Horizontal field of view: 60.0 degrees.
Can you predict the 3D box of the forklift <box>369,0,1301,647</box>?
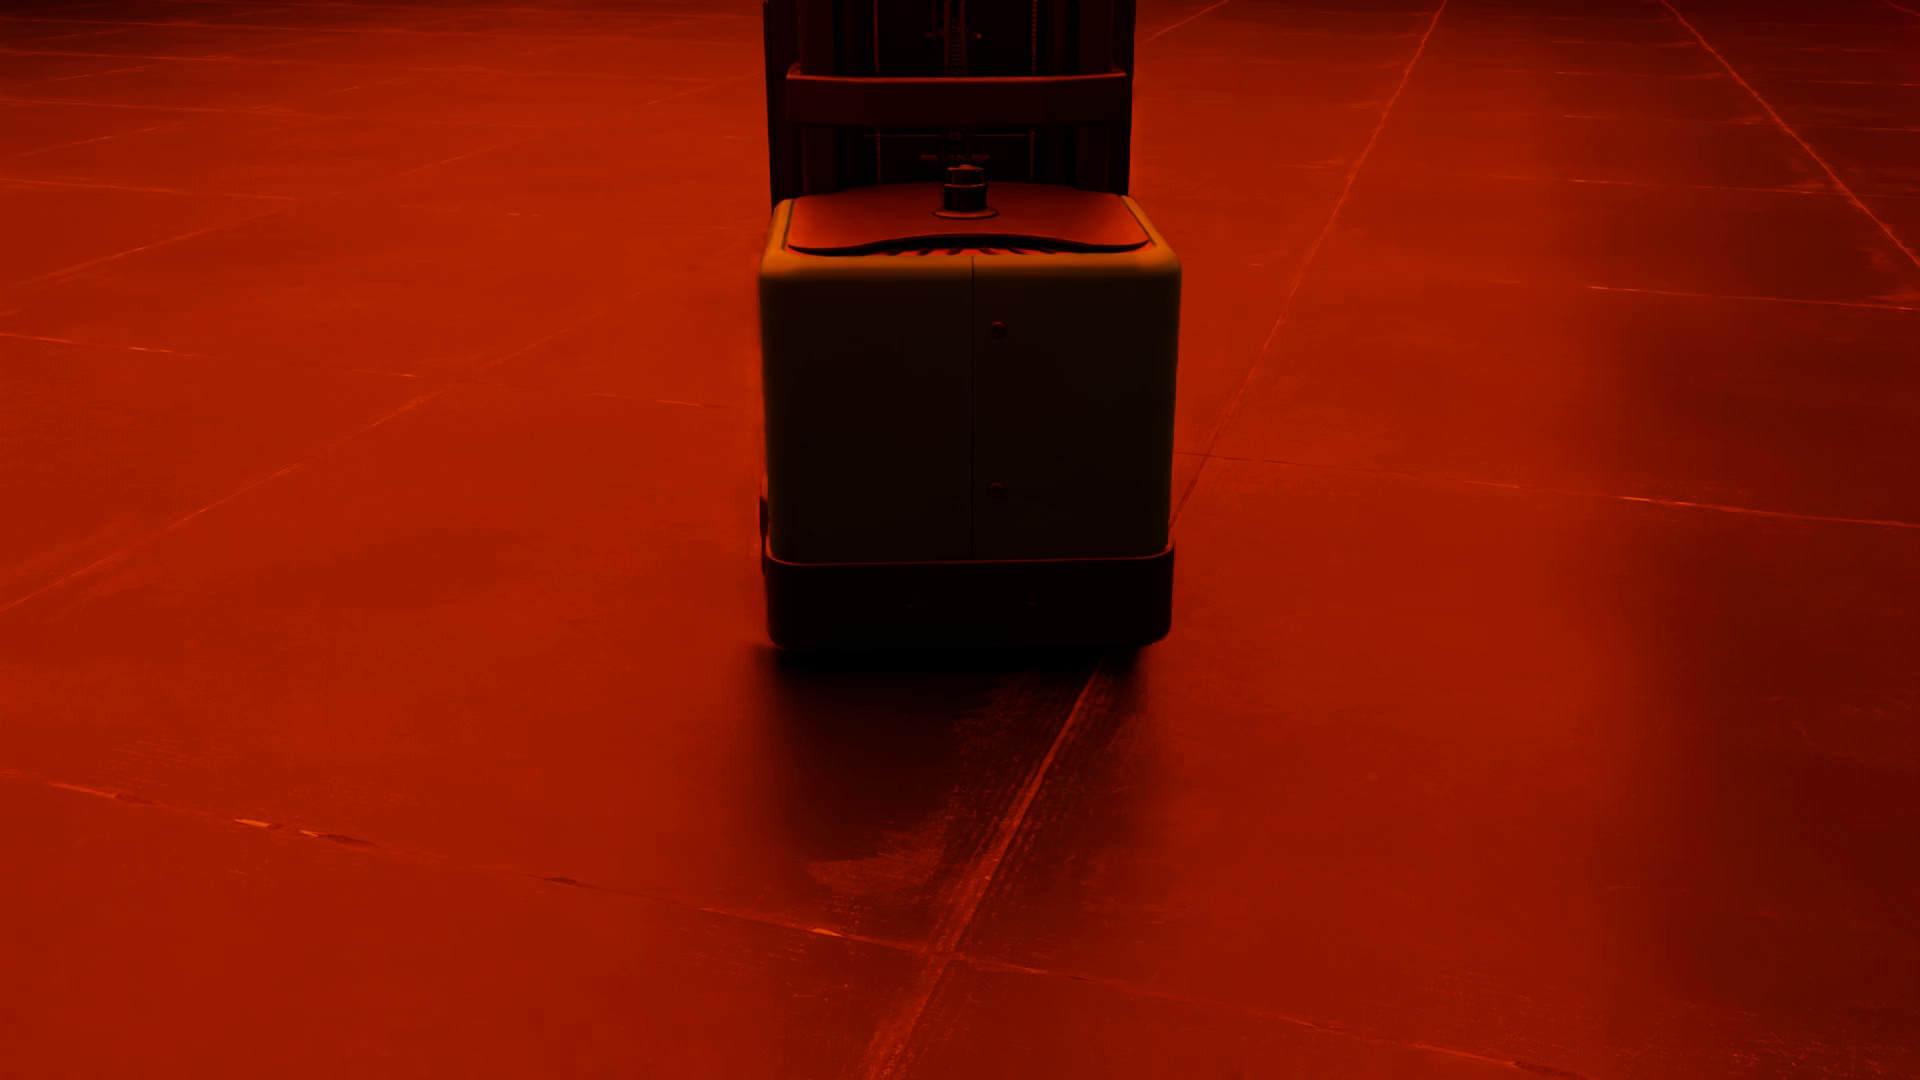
[{"bbox_3d":[-0.561,-1.468,4.835,3.031,2.935,1.130,12,25,27],"label":"forklift"}]
